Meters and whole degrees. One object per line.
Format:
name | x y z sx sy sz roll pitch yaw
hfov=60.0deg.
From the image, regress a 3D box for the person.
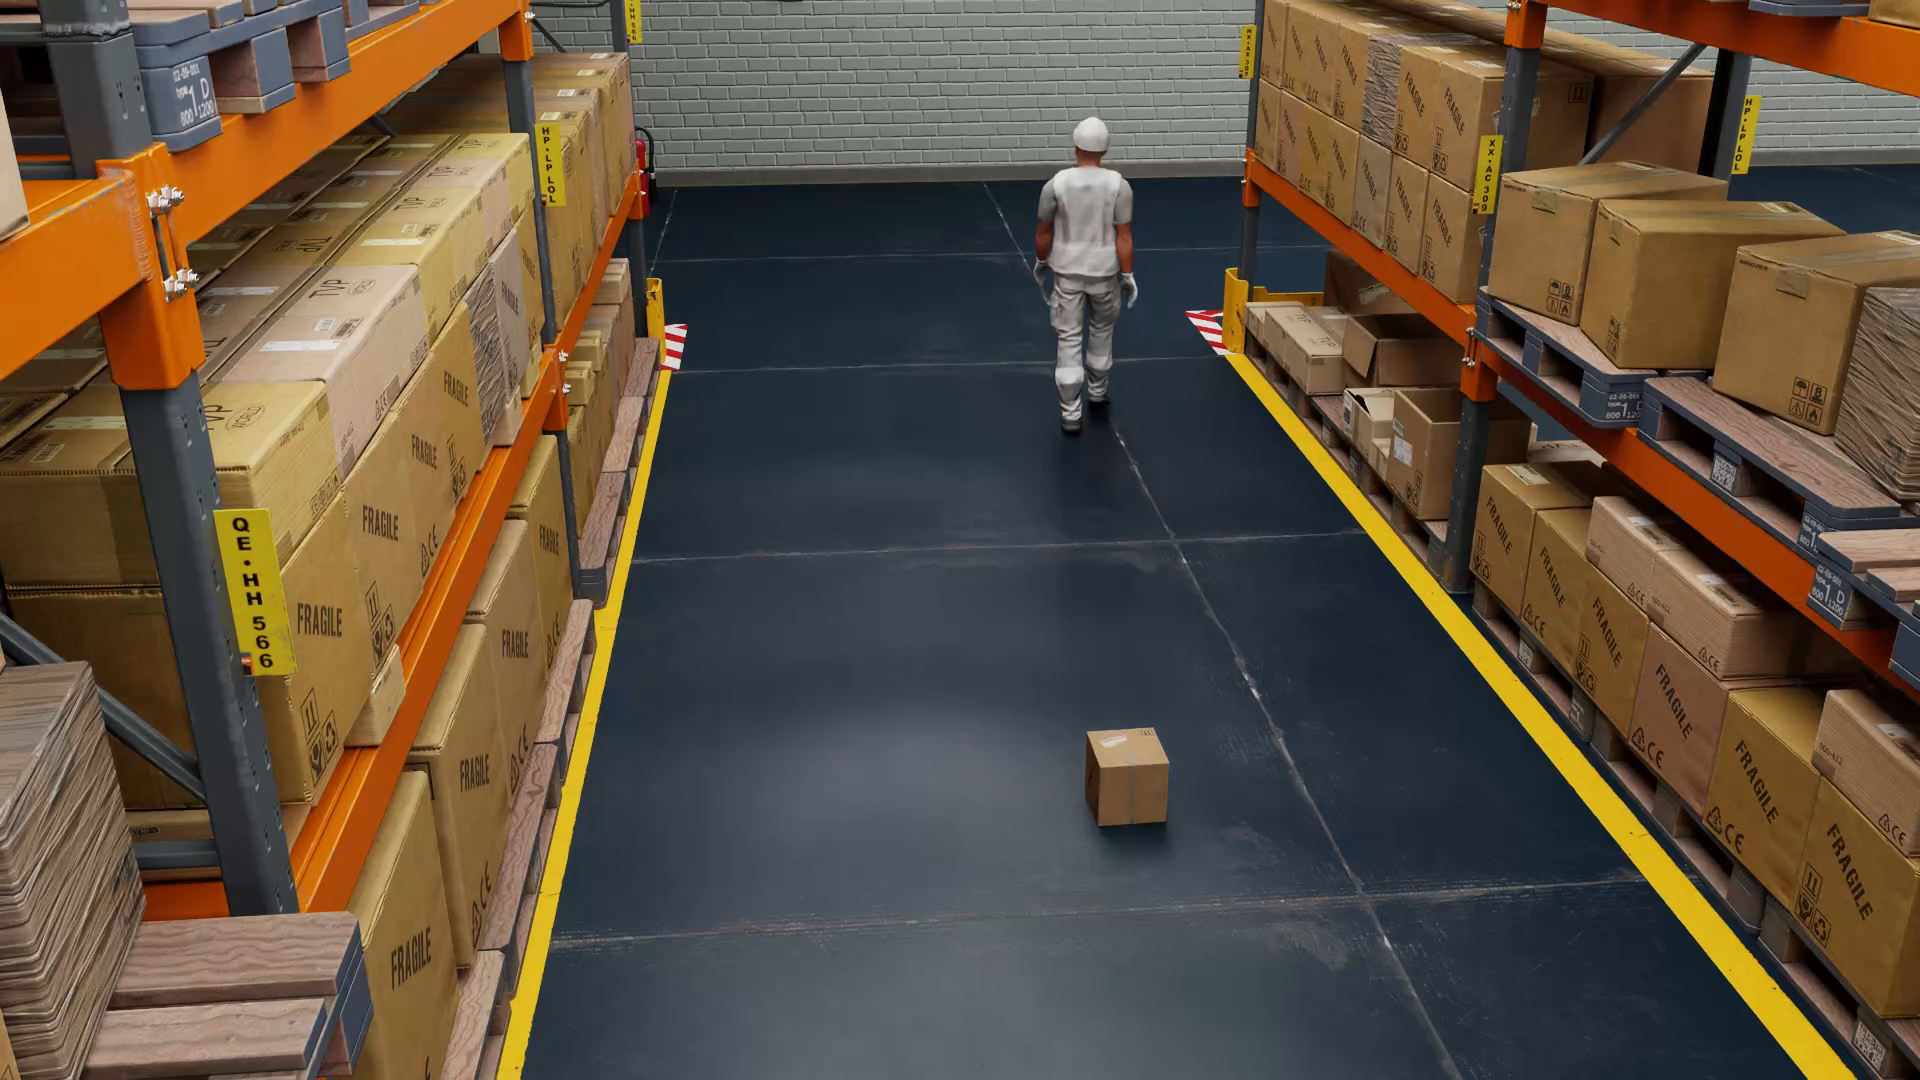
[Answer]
person | 0.724 -1.556 9.652 0.594 1.809 0.773 1 24 2
